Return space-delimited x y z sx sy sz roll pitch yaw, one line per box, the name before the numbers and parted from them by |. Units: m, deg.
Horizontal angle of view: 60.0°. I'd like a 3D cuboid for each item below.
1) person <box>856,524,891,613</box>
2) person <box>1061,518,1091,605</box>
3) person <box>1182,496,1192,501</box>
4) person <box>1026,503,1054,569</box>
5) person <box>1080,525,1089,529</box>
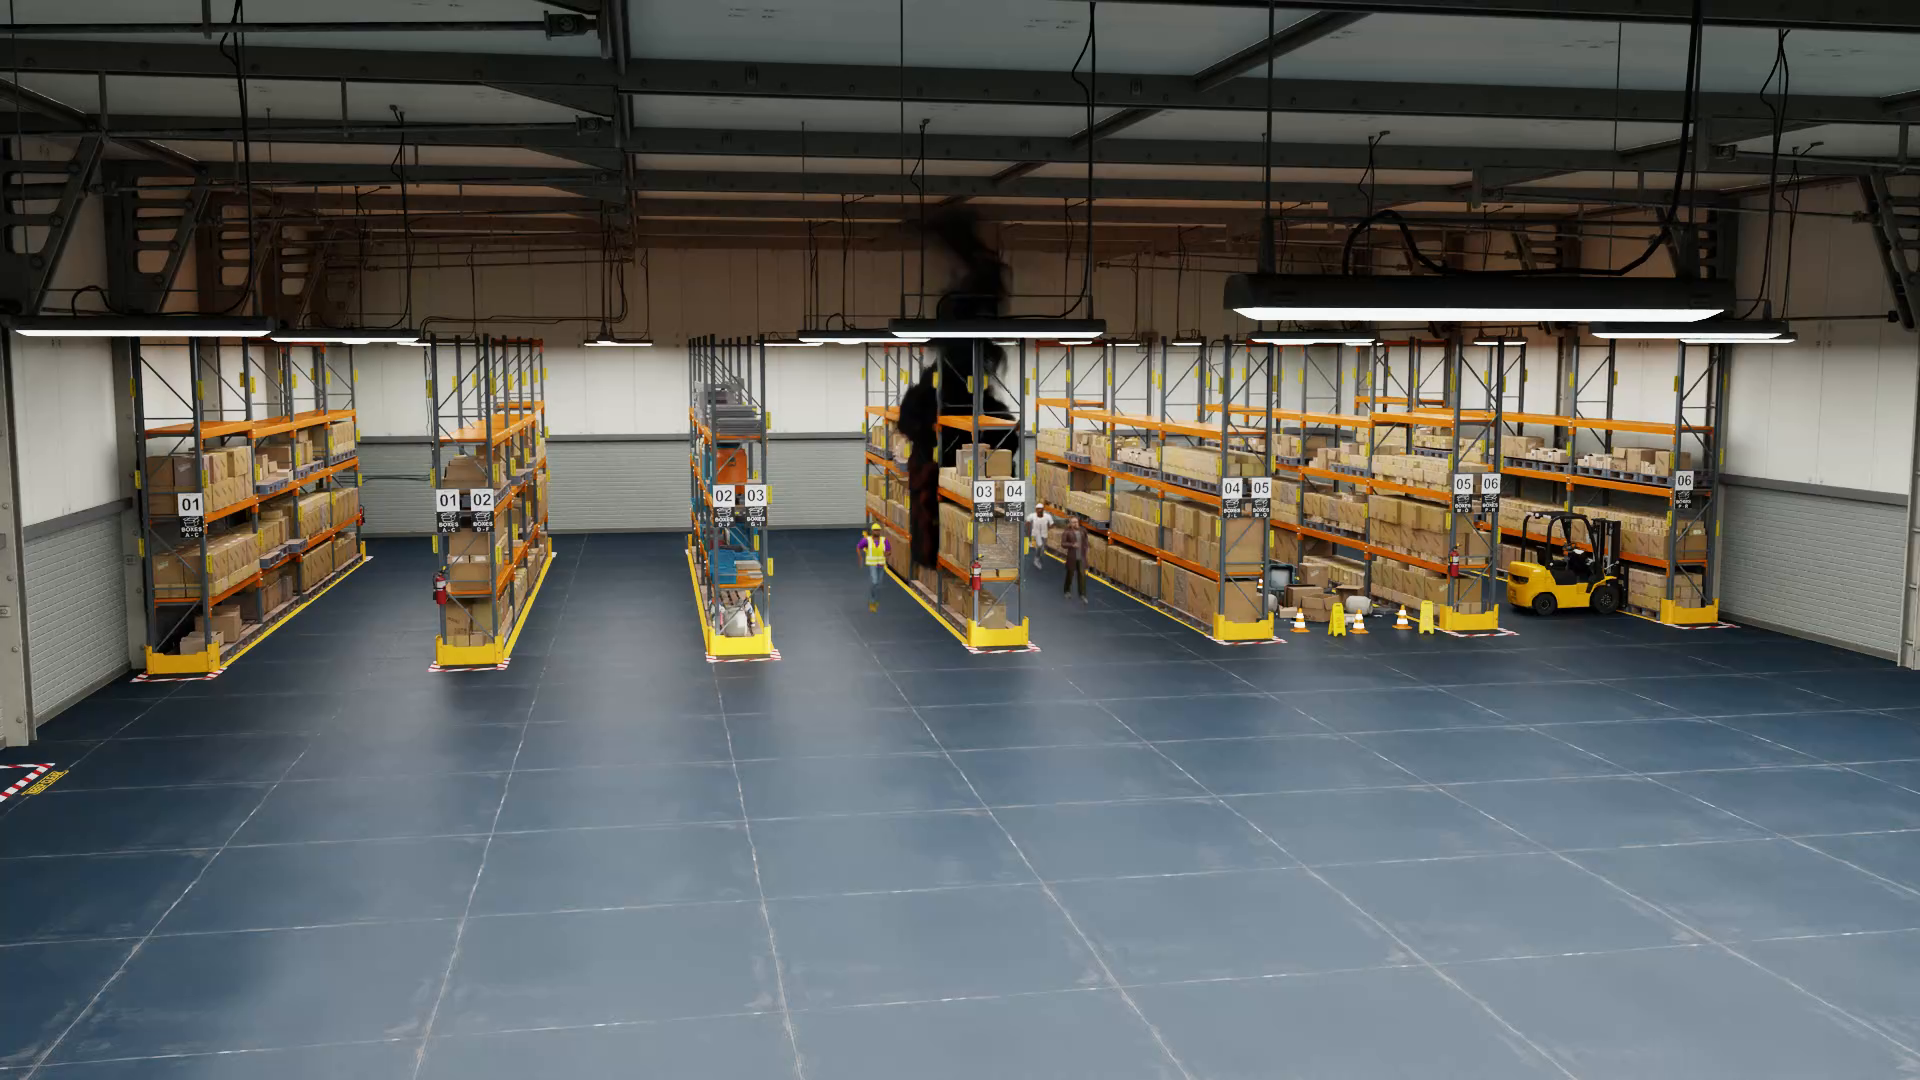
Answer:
person | -1.764 0.582 34.921 0.670 1.859 0.712 -3 7 -23
person | 2.534 0.435 36.100 0.729 1.842 0.930 -2 7 -15
person | 6.938 -0.884 50.889 0.562 1.548 0.568 0 7 2
person | 2.073 -0.087 42.742 0.686 1.733 0.841 -1 7 -9
person | 3.839 -0.860 50.168 0.742 1.608 0.559 -2 7 -20
